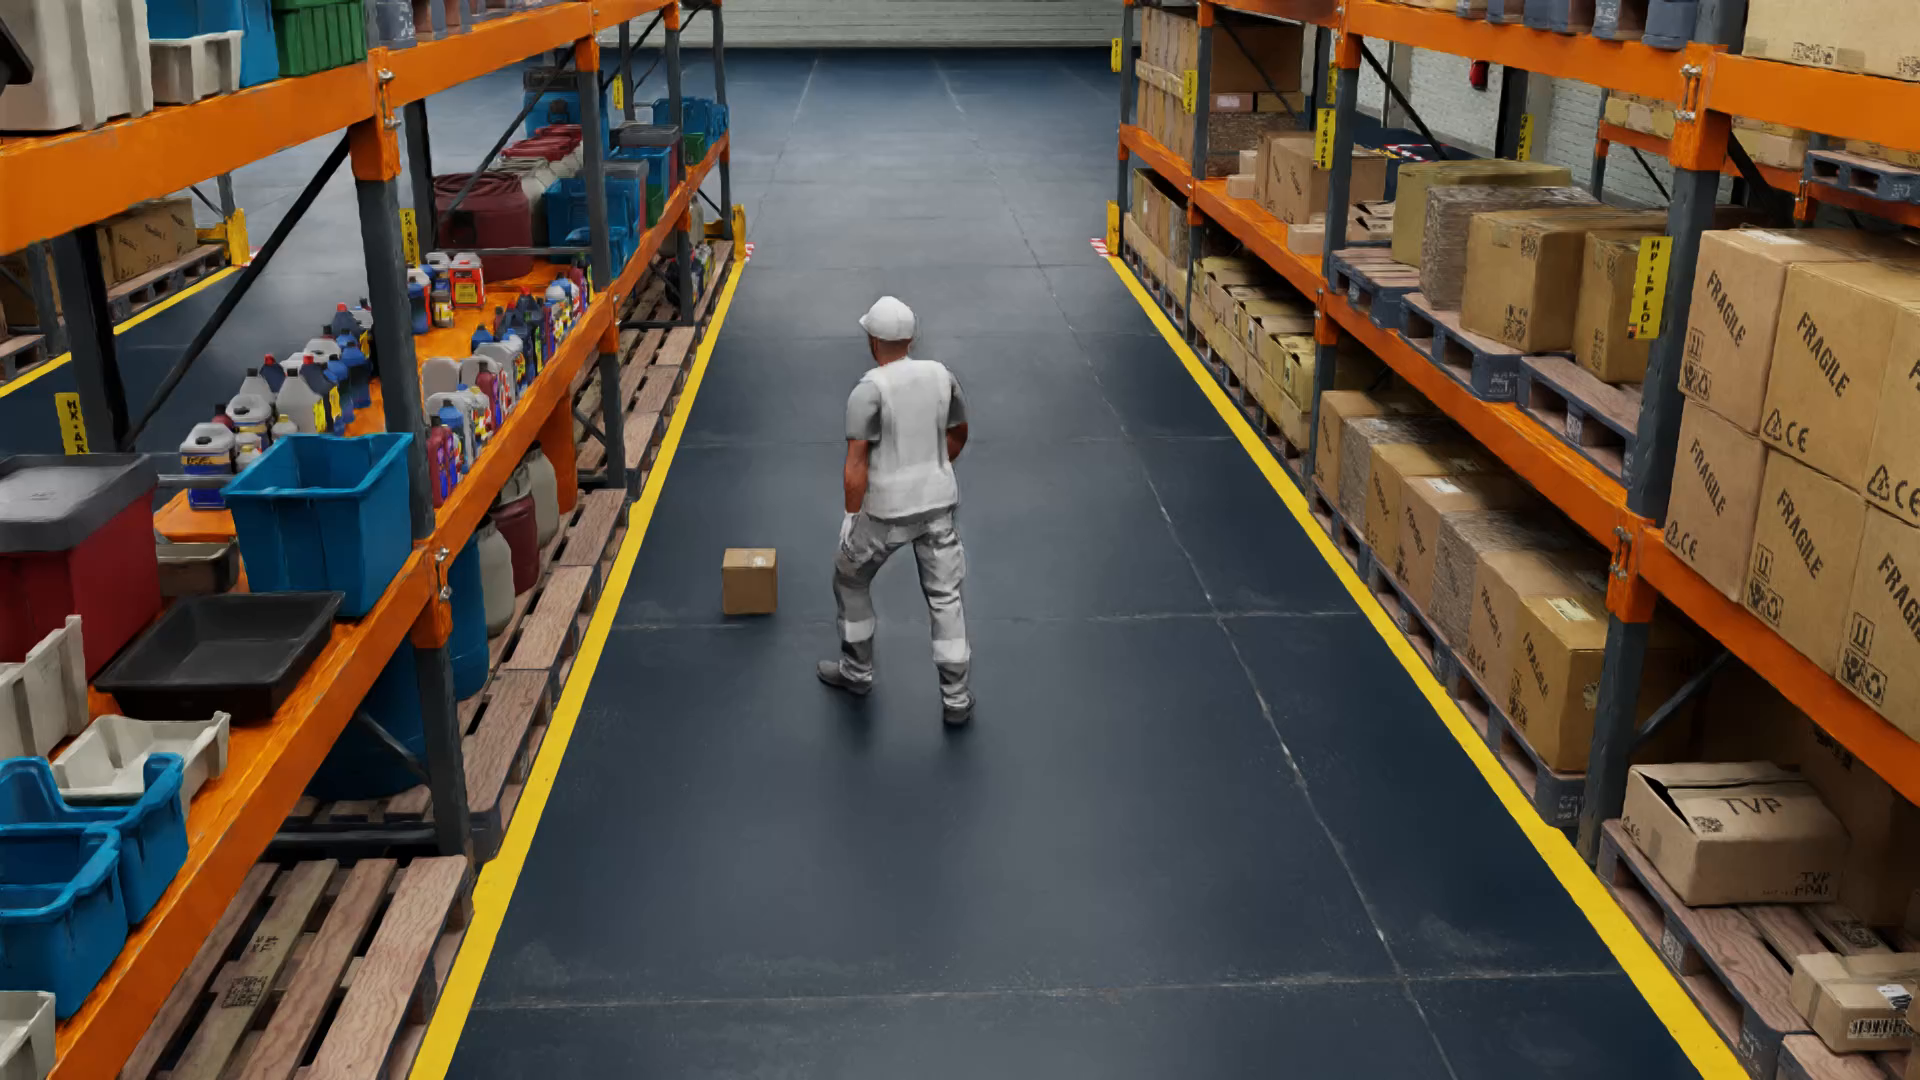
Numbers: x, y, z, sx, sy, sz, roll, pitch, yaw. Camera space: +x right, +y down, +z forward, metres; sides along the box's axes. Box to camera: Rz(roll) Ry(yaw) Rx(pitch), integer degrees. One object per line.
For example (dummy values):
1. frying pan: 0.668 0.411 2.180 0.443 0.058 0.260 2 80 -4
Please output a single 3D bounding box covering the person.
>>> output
1. person: -0.249 -0.136 6.932 0.660 1.745 0.719 -10 23 -26
